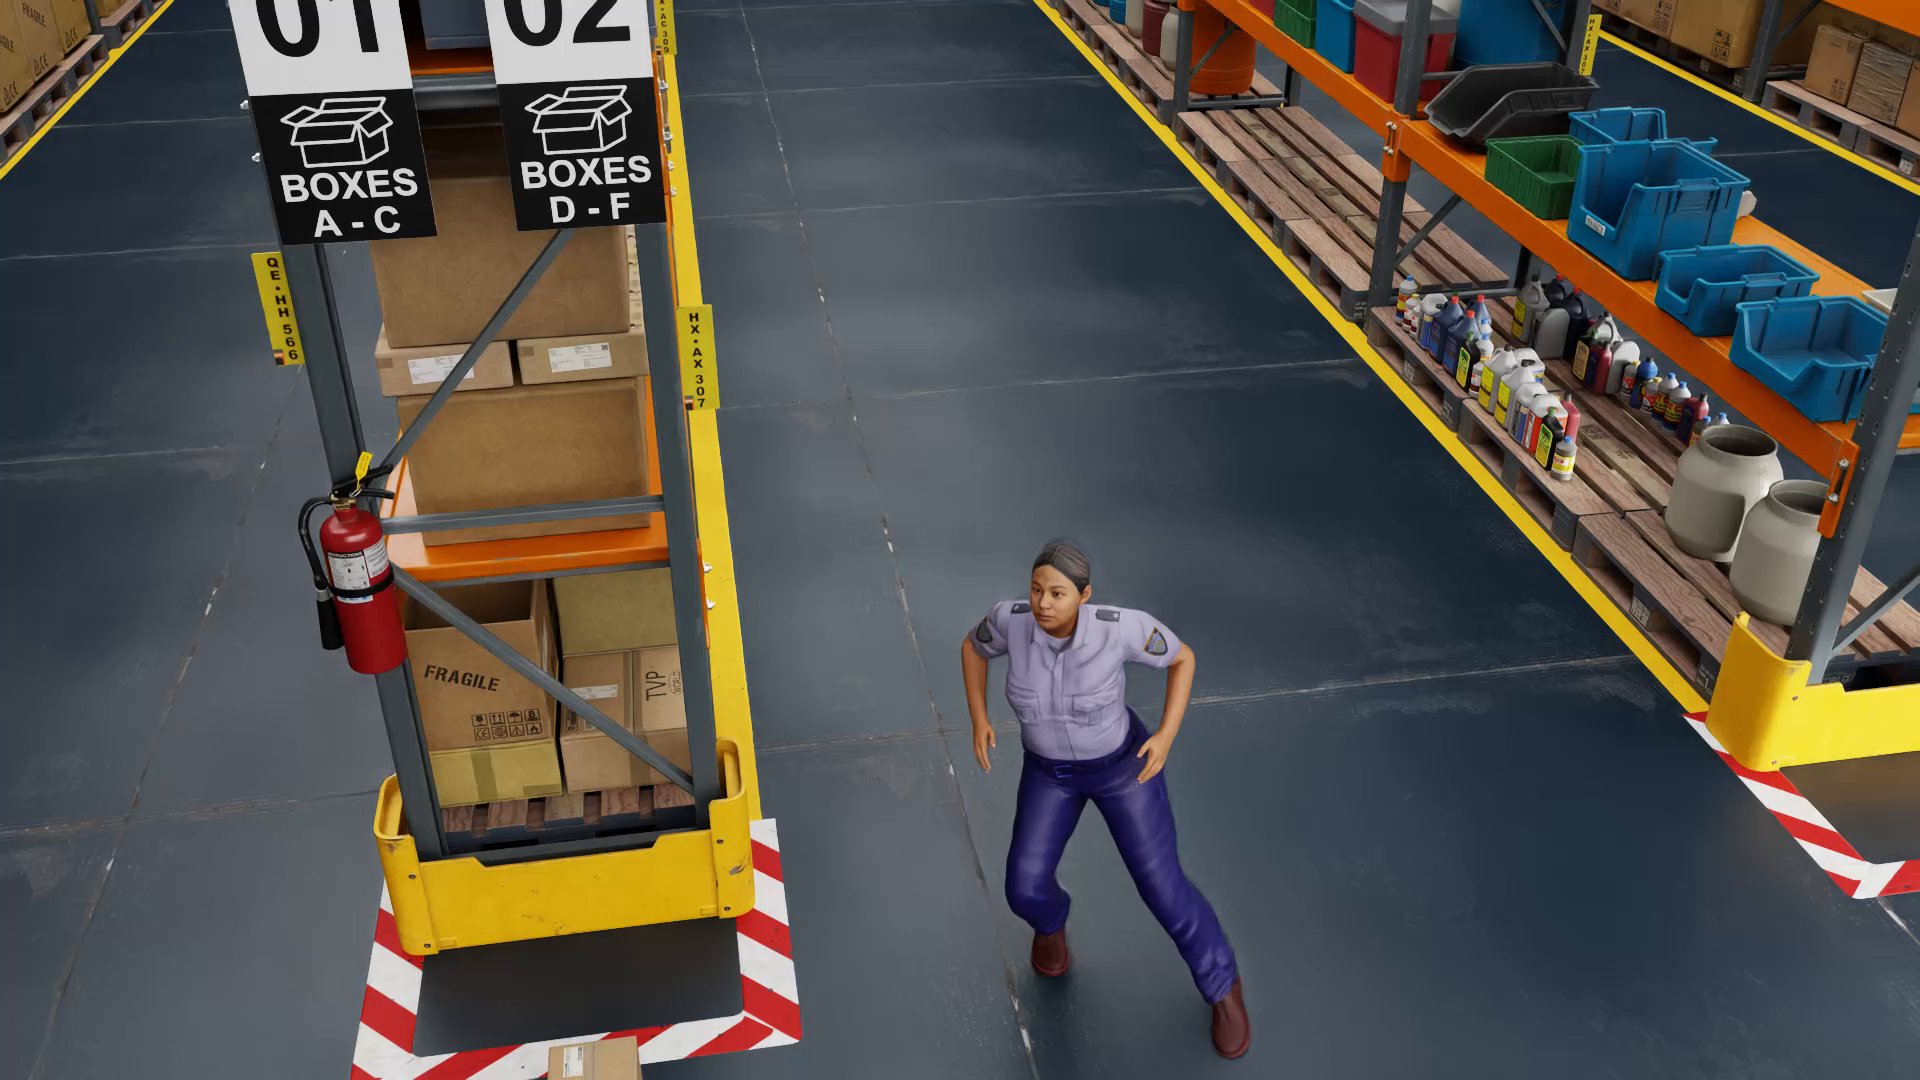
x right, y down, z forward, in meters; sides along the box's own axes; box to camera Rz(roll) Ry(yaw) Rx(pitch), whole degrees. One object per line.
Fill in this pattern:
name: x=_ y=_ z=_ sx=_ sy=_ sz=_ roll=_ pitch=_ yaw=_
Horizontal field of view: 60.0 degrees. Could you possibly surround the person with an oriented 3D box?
person: x=0.450 y=0.743 z=5.035 sx=1.041 sy=1.544 sz=0.539 roll=9 pitch=32 yaw=14
